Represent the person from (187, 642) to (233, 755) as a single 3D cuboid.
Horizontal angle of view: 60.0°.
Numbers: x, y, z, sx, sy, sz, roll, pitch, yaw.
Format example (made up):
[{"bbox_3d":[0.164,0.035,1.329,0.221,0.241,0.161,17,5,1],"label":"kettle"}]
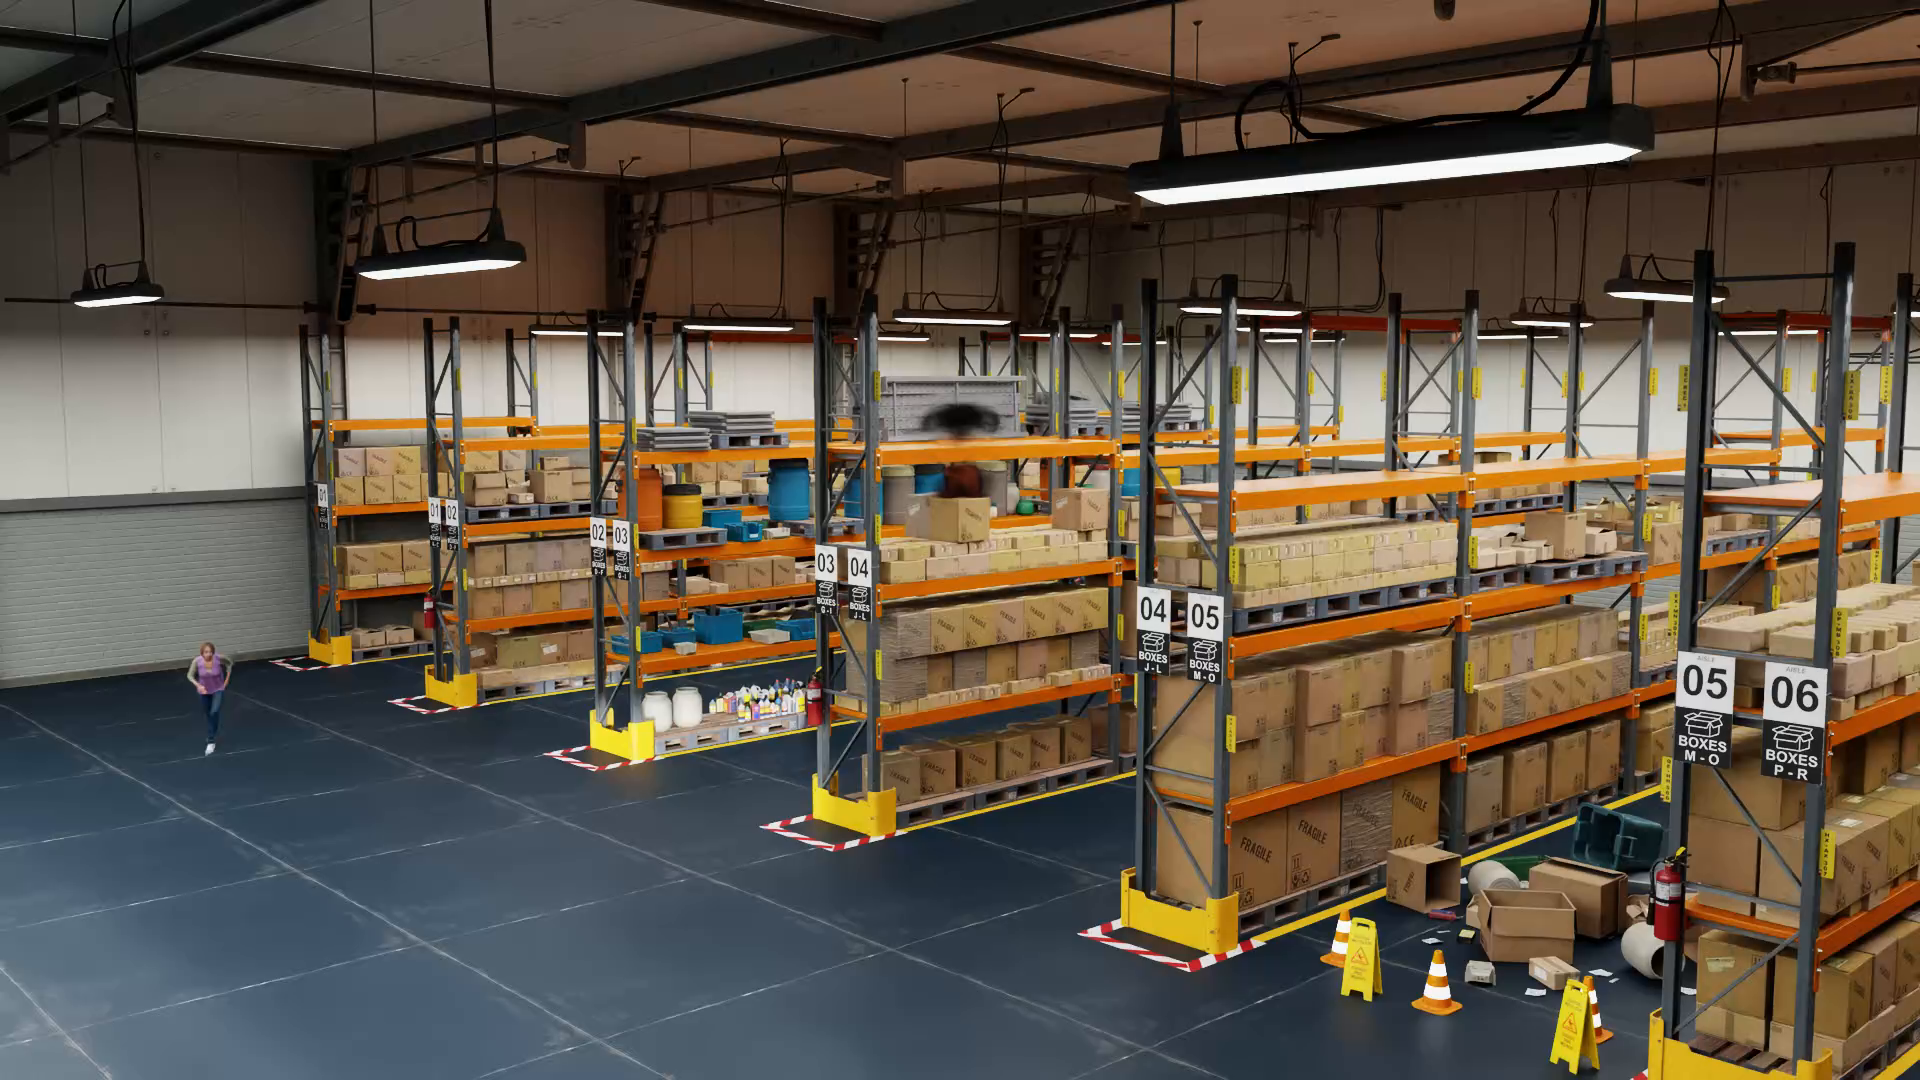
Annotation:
[{"bbox_3d":[-10.295,2.118,22.865,0.570,1.549,0.917,-2,6,-23],"label":"person"}]
